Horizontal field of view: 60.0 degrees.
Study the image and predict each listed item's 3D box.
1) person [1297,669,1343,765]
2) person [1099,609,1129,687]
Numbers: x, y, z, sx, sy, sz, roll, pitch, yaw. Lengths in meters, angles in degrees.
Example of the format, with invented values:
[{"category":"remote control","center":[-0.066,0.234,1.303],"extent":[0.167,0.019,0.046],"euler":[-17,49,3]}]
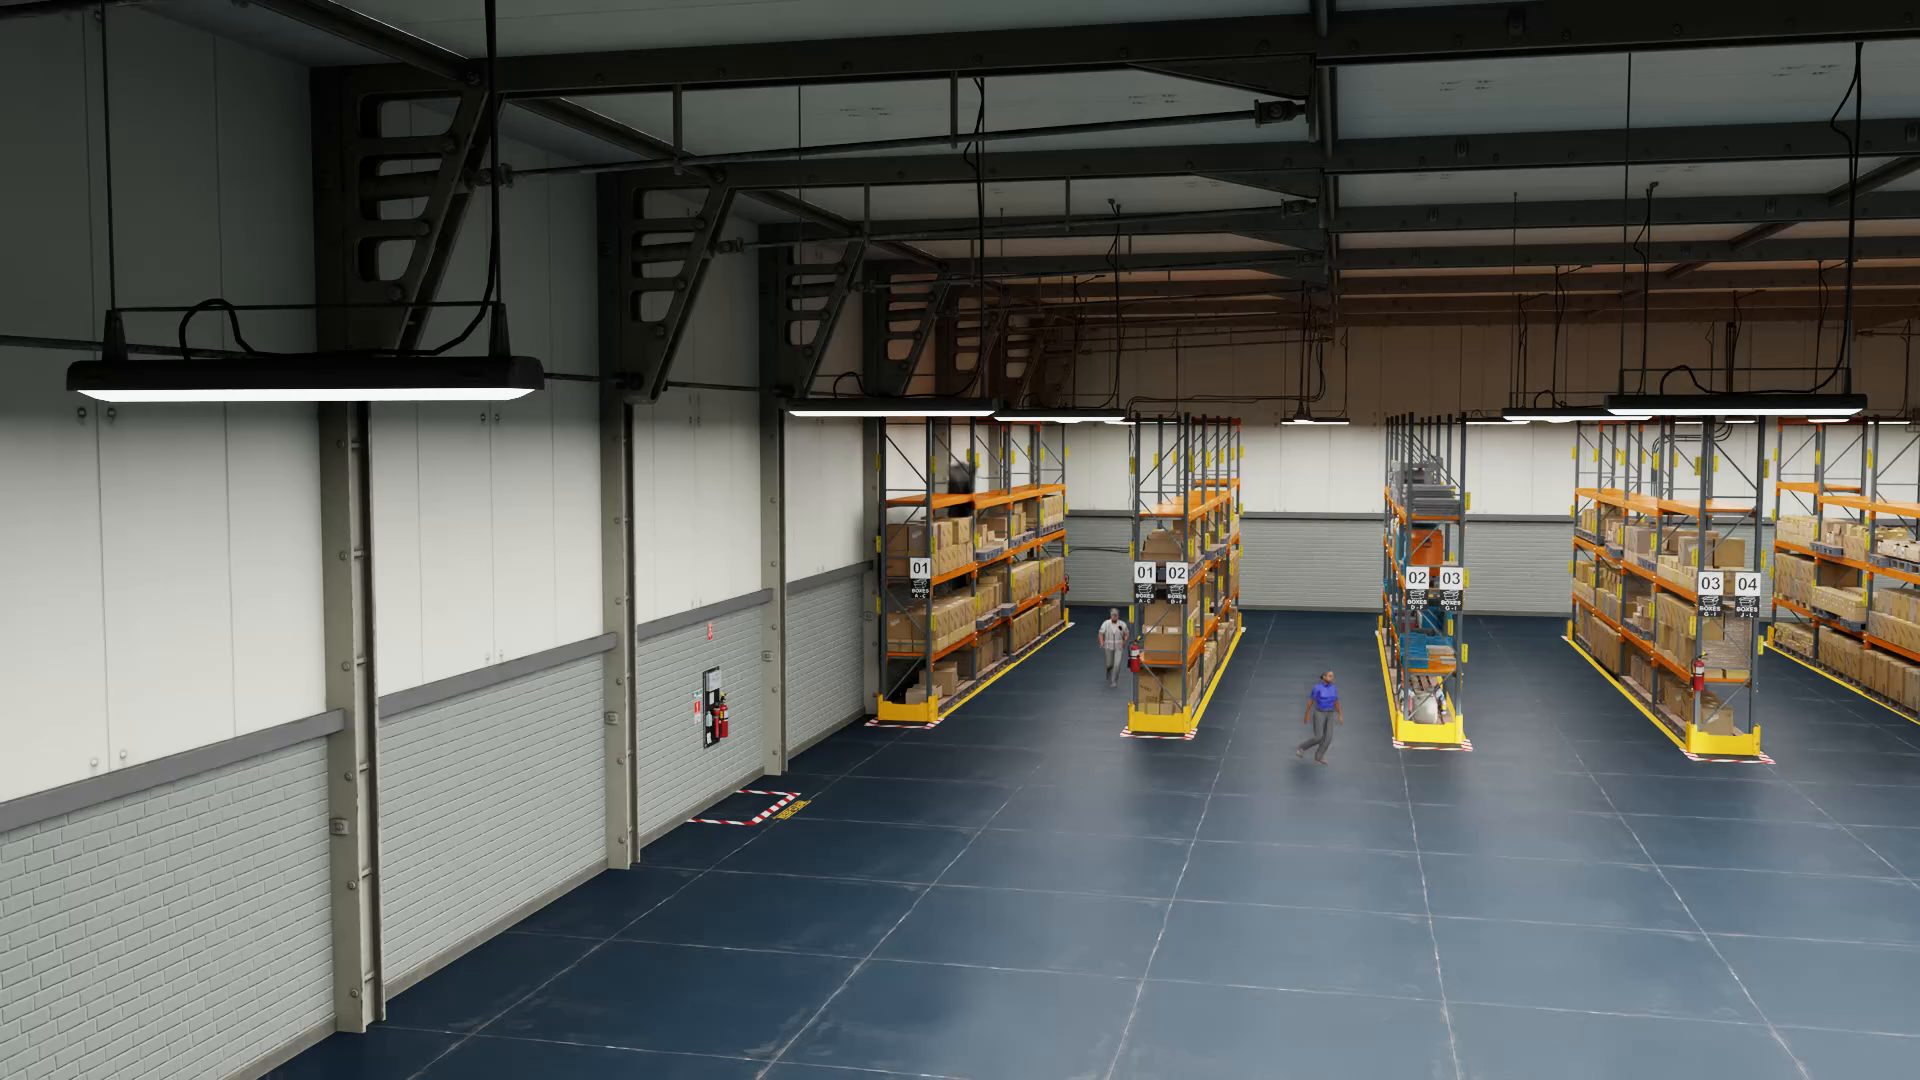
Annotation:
[{"category":"person","center":[6.106,3.002,28.270],"extent":[0.690,1.626,0.547],"euler":[-2,4,-25]},{"category":"person","center":[3.425,2.377,36.956],"extent":[0.675,1.736,0.636],"euler":[0,4,0]}]
